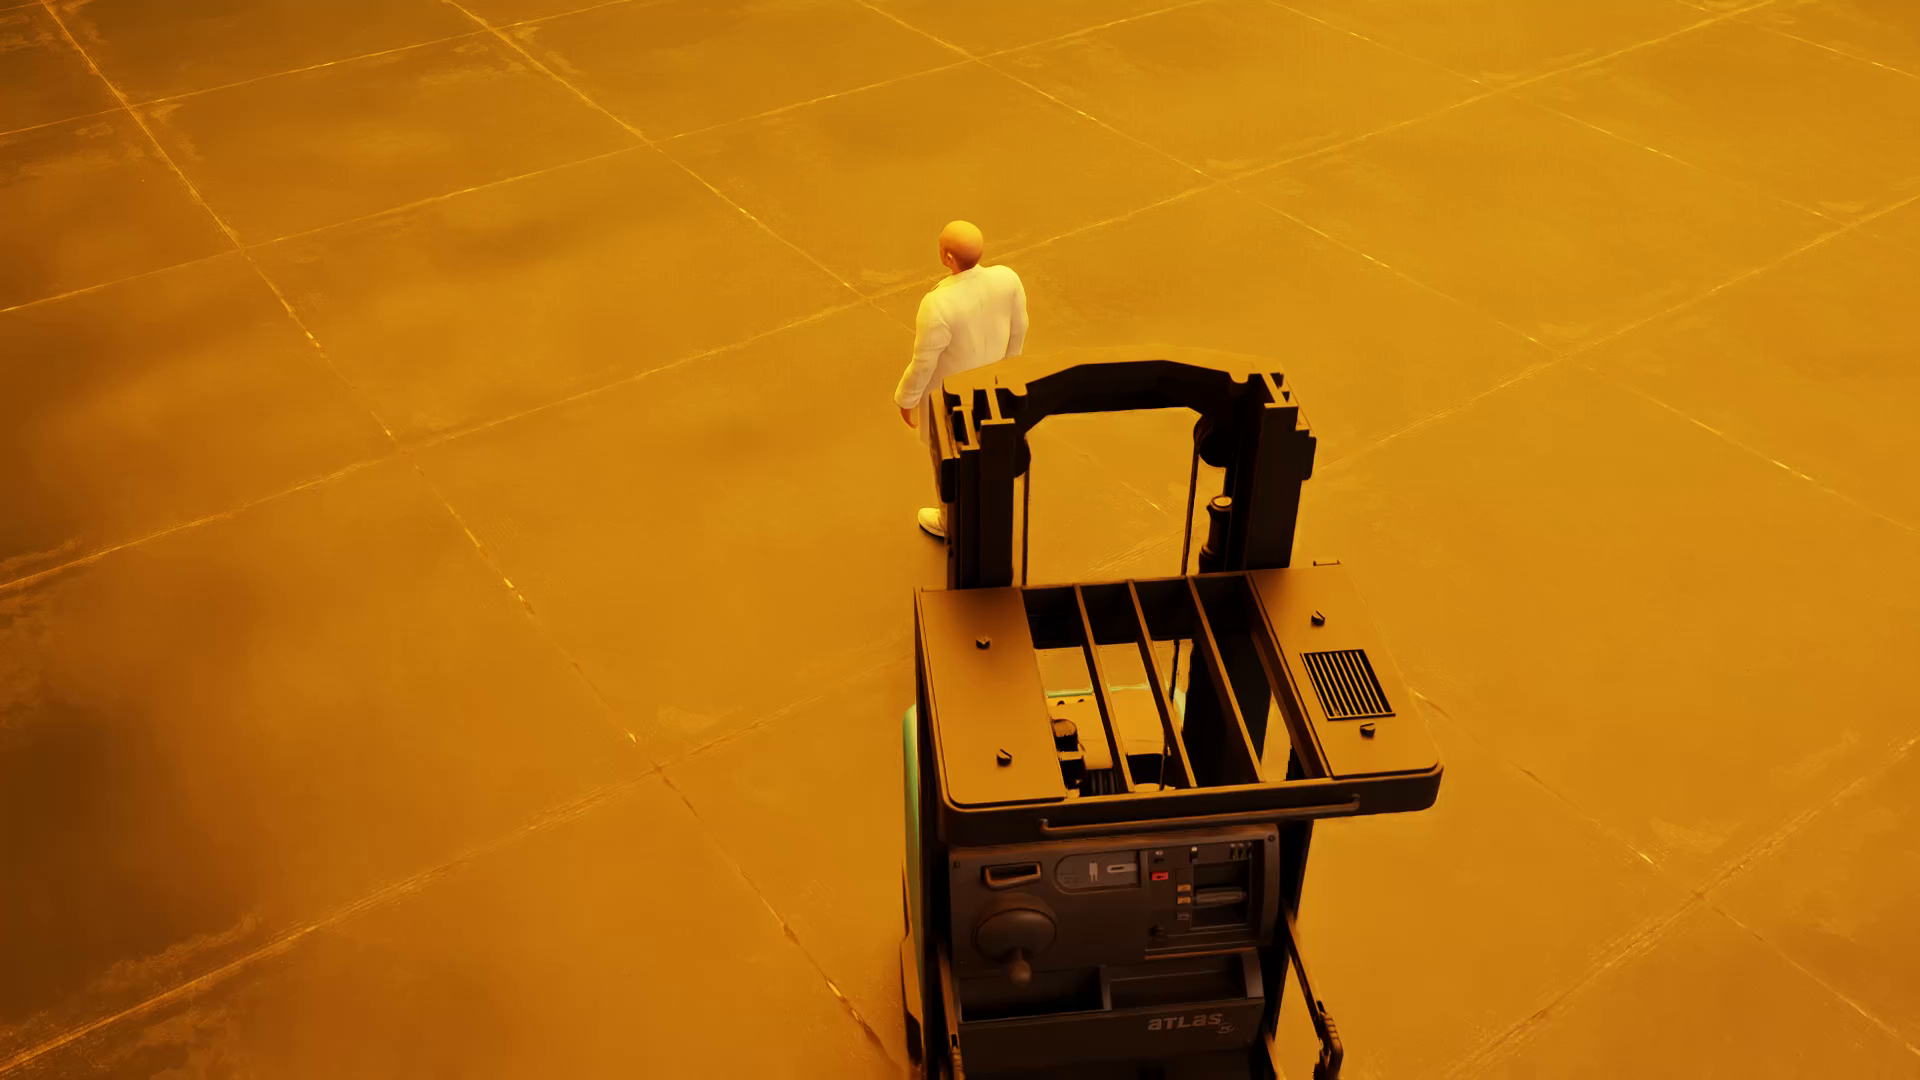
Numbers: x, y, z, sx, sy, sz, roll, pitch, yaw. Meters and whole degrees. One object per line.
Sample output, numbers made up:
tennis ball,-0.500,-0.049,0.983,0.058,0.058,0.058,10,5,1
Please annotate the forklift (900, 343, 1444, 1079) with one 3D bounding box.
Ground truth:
forklift,0.458,1.086,4.476,1.130,2.935,3.031,-4,37,-5

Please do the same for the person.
person,-0.050,-0.766,7.939,0.698,1.778,0.578,-23,42,-28
